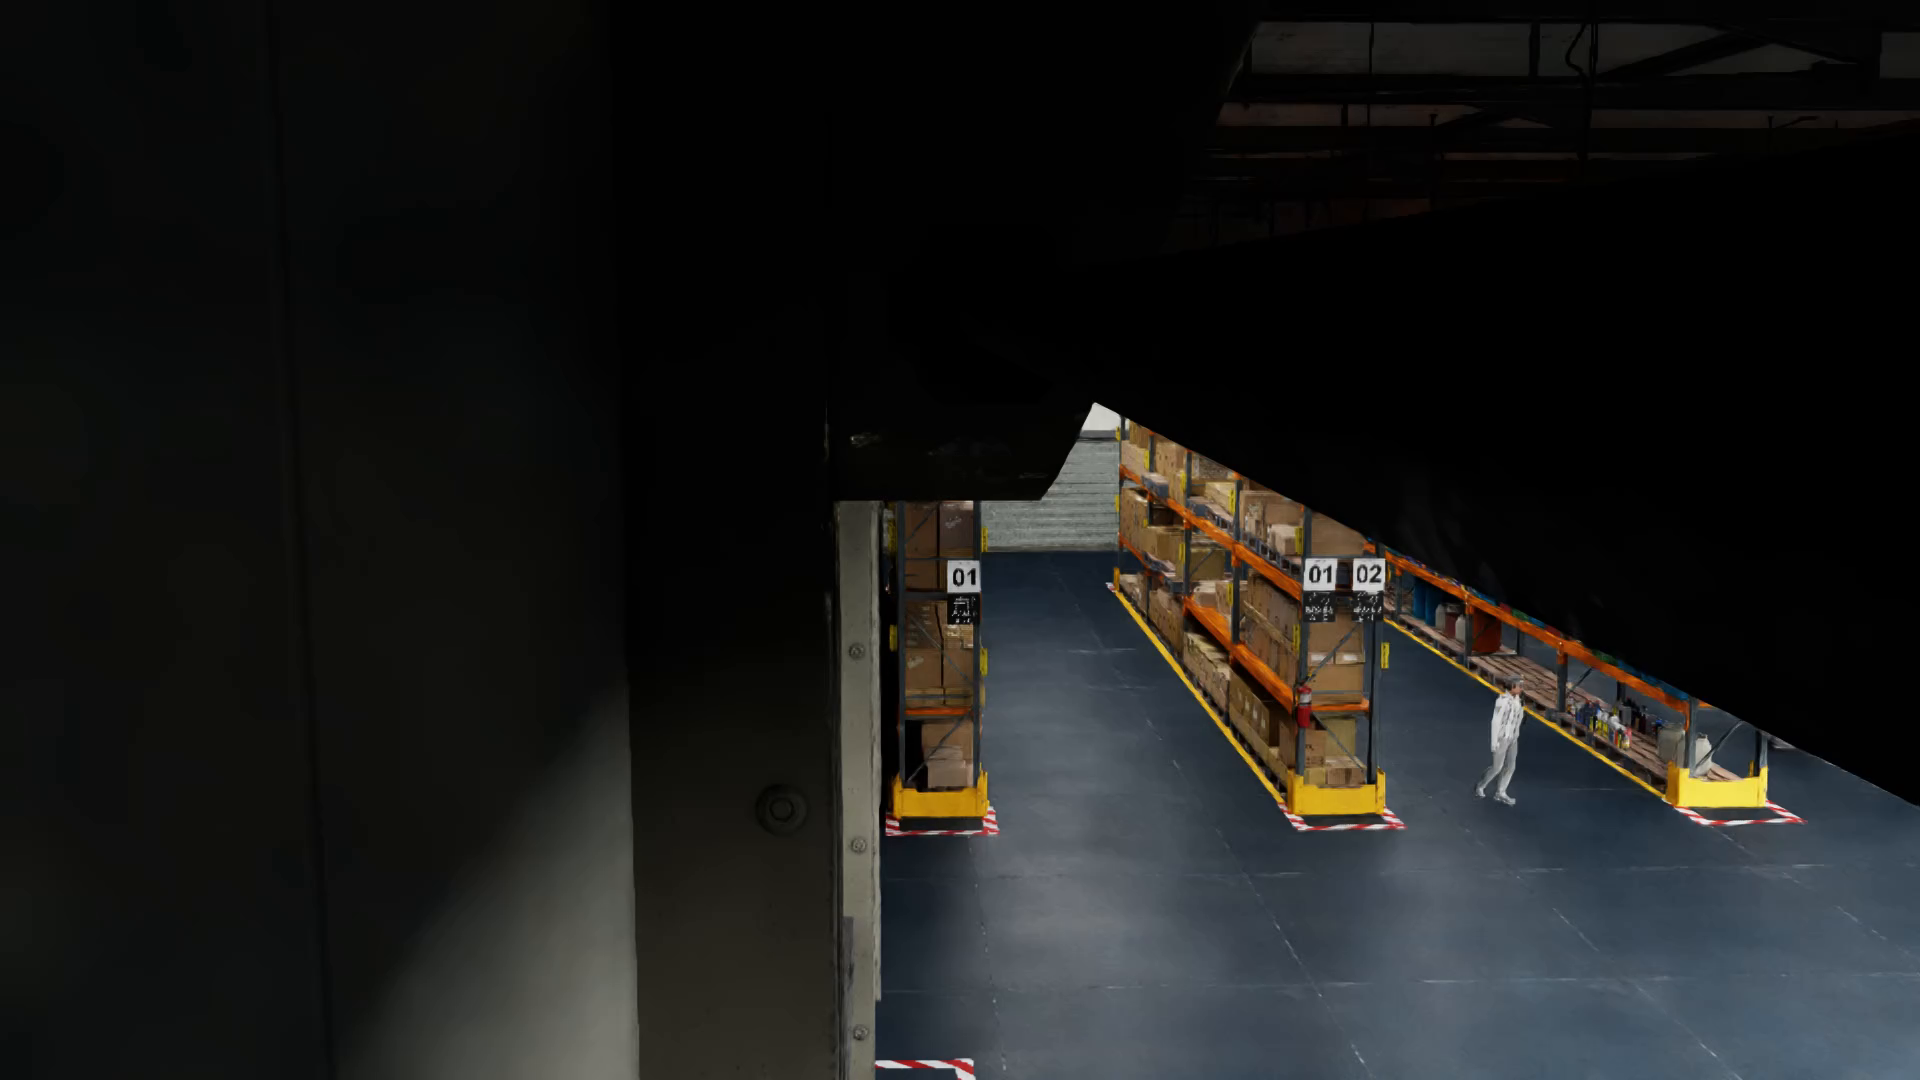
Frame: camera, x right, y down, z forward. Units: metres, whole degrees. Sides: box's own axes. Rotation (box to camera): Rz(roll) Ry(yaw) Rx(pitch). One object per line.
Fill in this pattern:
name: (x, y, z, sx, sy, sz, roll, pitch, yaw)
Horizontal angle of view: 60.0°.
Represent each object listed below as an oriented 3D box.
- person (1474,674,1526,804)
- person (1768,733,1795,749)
person: (6.839, 2.492, 21.083, 0.531, 1.664, 0.530, -6, 10, -38)
person: (11.659, 2.040, 23.674, 0.463, 1.782, 0.598, -5, 10, -30)
